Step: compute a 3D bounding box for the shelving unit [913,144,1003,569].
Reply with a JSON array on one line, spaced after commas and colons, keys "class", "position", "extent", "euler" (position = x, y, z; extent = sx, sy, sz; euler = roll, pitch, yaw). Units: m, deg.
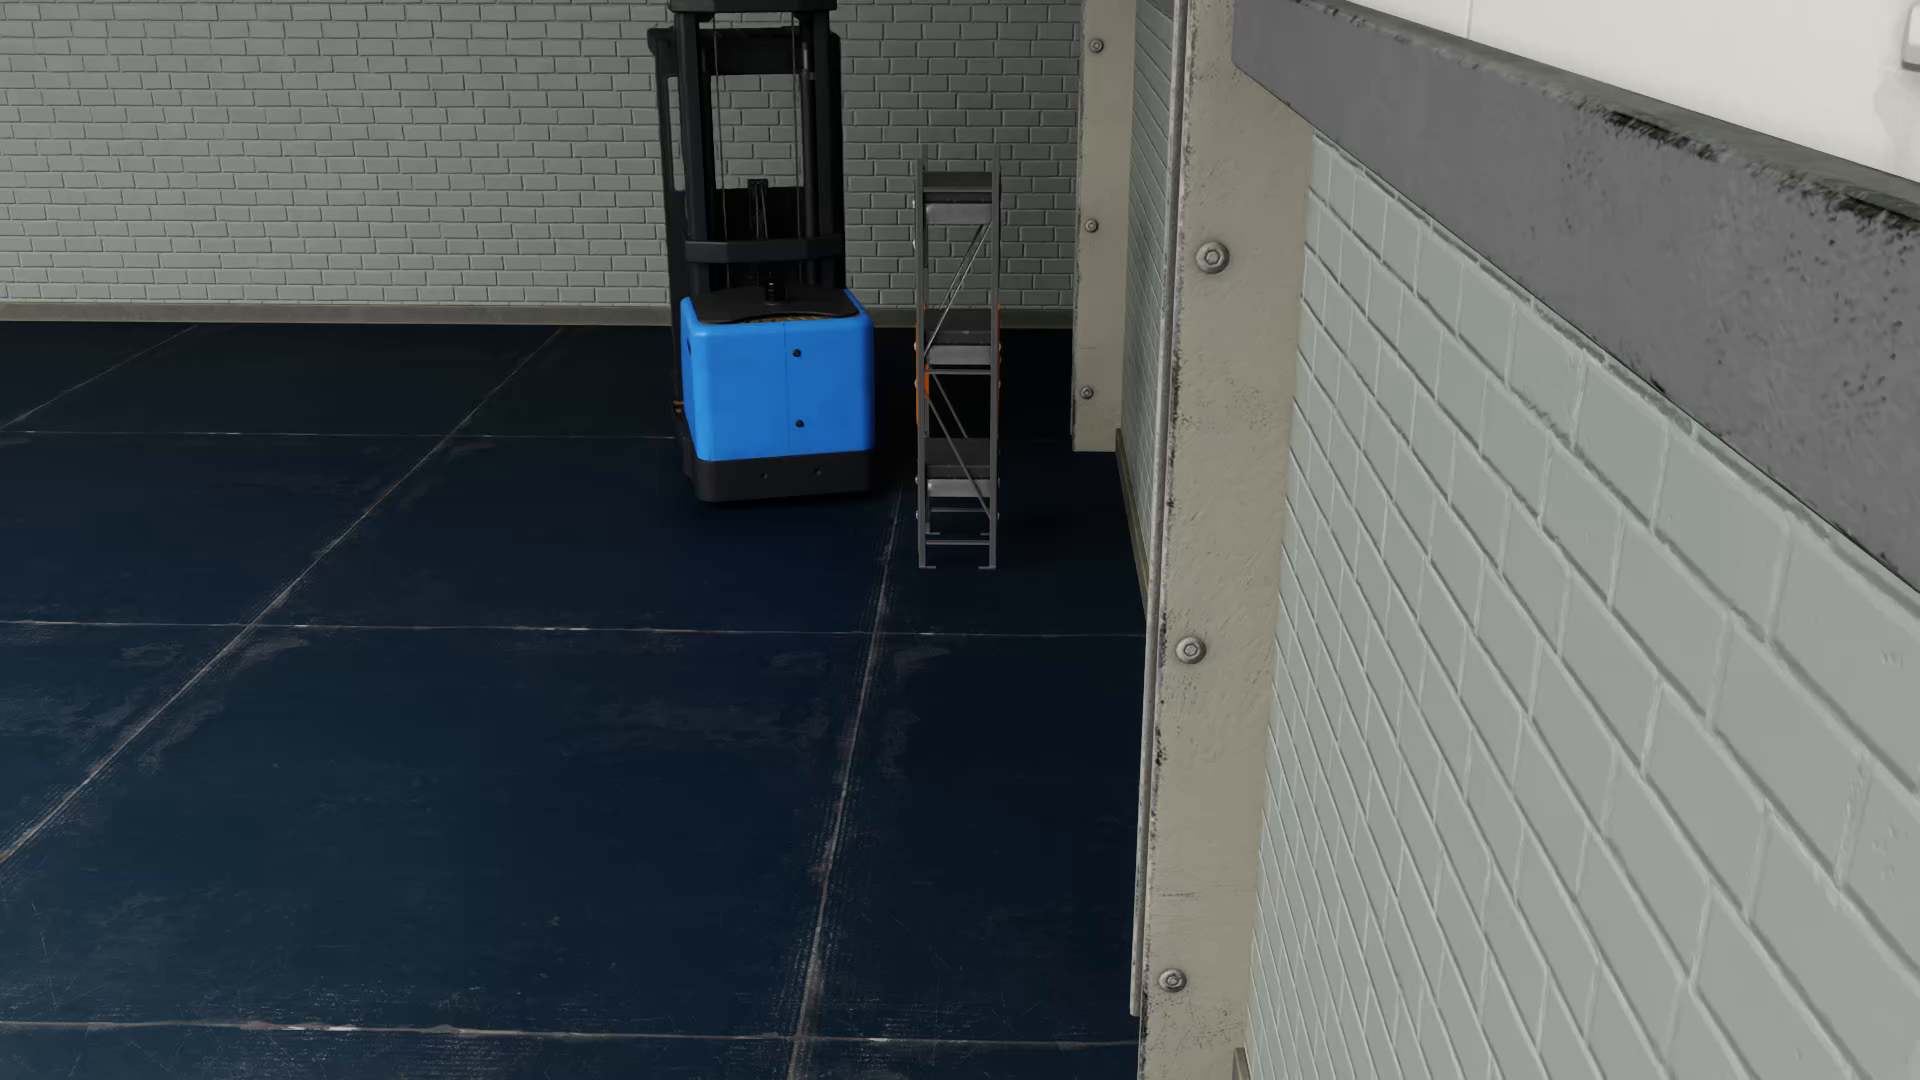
[{"class": "shelving unit", "position": [-0.005, -0.919, 8.495], "extent": [0.431, 2.100, 0.503], "euler": [1, 21, 2]}]

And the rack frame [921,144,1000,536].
[{"class": "rack frame", "position": [0.002, -1.007, 8.722], "extent": [0.400, 2.100, 0.015], "euler": [1, 21, 2]}]

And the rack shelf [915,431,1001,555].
[{"class": "rack shelf", "position": [-0.005, -0.254, 8.753], "extent": [0.431, 0.518, 0.480], "euler": [1, 21, 2]}]

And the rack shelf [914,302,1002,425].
[{"class": "rack shelf", "position": [-0.005, -0.906, 8.500], "extent": [0.431, 0.518, 0.480], "euler": [1, 21, 2]}]

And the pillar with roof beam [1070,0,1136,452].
[{"class": "pillar with roof beam", "position": [-3.436, -4.873, 9.147], "extent": [9.100, 9.000, 0.400], "euler": [1, 21, 2]}]

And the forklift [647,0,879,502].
[{"class": "forklift", "position": [-1.305, -2.081, 10.340], "extent": [1.130, 2.935, 3.031], "euler": [-5, 22, -12]}]

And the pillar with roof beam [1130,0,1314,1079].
[{"class": "pillar with roof beam", "position": [-3.619, -2.703, 3.556], "extent": [9.100, 9.000, 0.400], "euler": [1, 21, 2]}]

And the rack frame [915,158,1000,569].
[{"class": "rack frame", "position": [-0.012, -0.831, 8.267], "extent": [0.400, 2.100, 0.015], "euler": [1, 21, 2]}]

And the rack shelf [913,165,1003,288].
[{"class": "rack shelf", "position": [-0.005, -1.559, 8.247], "extent": [0.431, 0.518, 0.480], "euler": [1, 21, 2]}]
